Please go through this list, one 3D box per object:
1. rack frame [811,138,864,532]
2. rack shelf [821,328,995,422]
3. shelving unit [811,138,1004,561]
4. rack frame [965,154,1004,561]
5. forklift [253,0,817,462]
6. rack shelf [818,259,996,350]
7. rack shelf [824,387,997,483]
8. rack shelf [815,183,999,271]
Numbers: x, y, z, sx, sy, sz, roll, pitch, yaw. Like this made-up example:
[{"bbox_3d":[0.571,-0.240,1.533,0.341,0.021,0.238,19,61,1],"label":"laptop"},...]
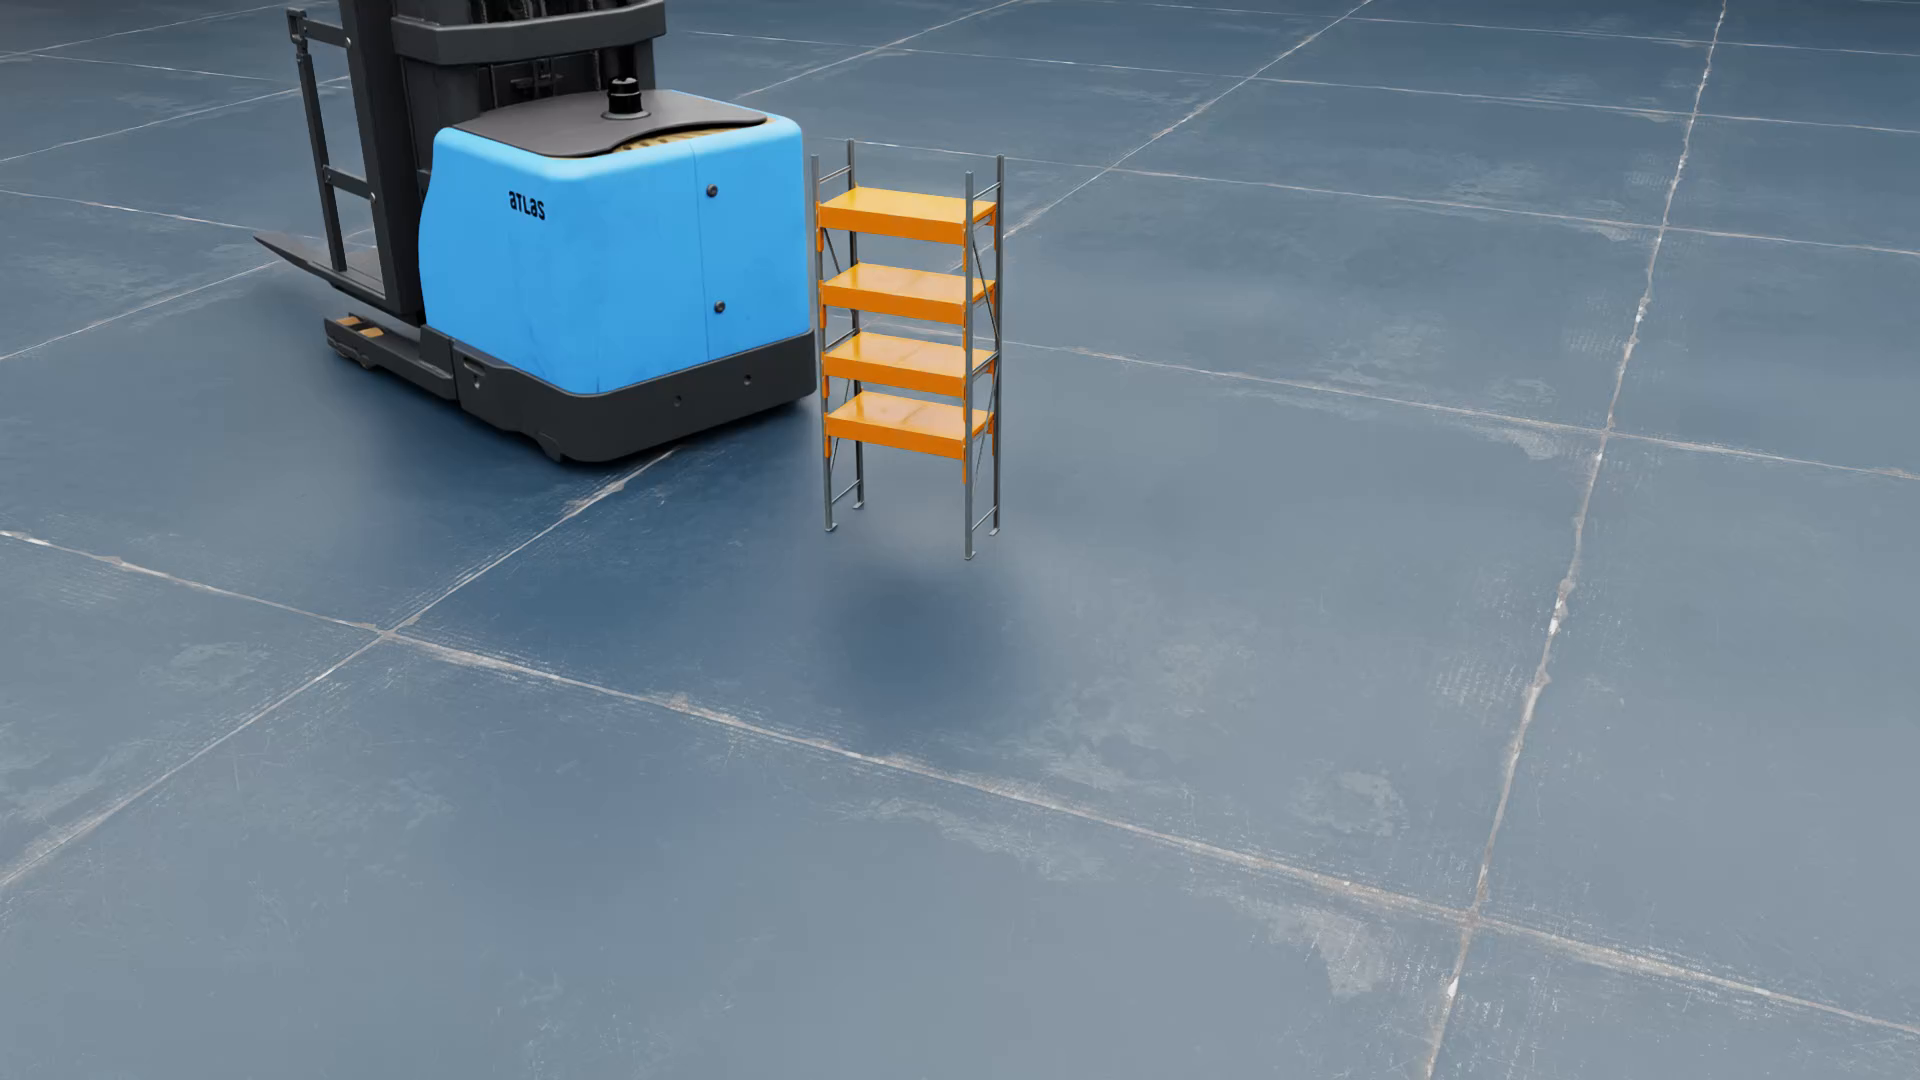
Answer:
[{"bbox_3d":[-0.373,-0.613,5.137,0.015,1.200,0.240,11,28,22],"label":"rack frame"},{"bbox_3d":[-0.151,-0.508,5.076,0.480,0.148,0.258,11,28,22],"label":"rack shelf"},{"bbox_3d":[-0.151,-0.569,5.046,0.503,1.200,0.258,11,28,22],"label":"shelving unit"},{"bbox_3d":[0.071,-0.524,4.956,0.015,1.200,0.240,11,28,22],"label":"rack frame"},{"bbox_3d":[-1.926,-2.133,6.265,1.130,2.935,3.031,-23,35,-39],"label":"forklift"},{"bbox_3d":[-0.151,-0.709,4.977,0.480,0.148,0.258,11,28,22],"label":"rack shelf"},{"bbox_3d":[-0.151,-0.330,5.164,0.480,0.148,0.258,11,28,22],"label":"rack shelf"},{"bbox_3d":[-0.151,-0.921,4.873,0.480,0.148,0.258,11,28,22],"label":"rack shelf"}]
